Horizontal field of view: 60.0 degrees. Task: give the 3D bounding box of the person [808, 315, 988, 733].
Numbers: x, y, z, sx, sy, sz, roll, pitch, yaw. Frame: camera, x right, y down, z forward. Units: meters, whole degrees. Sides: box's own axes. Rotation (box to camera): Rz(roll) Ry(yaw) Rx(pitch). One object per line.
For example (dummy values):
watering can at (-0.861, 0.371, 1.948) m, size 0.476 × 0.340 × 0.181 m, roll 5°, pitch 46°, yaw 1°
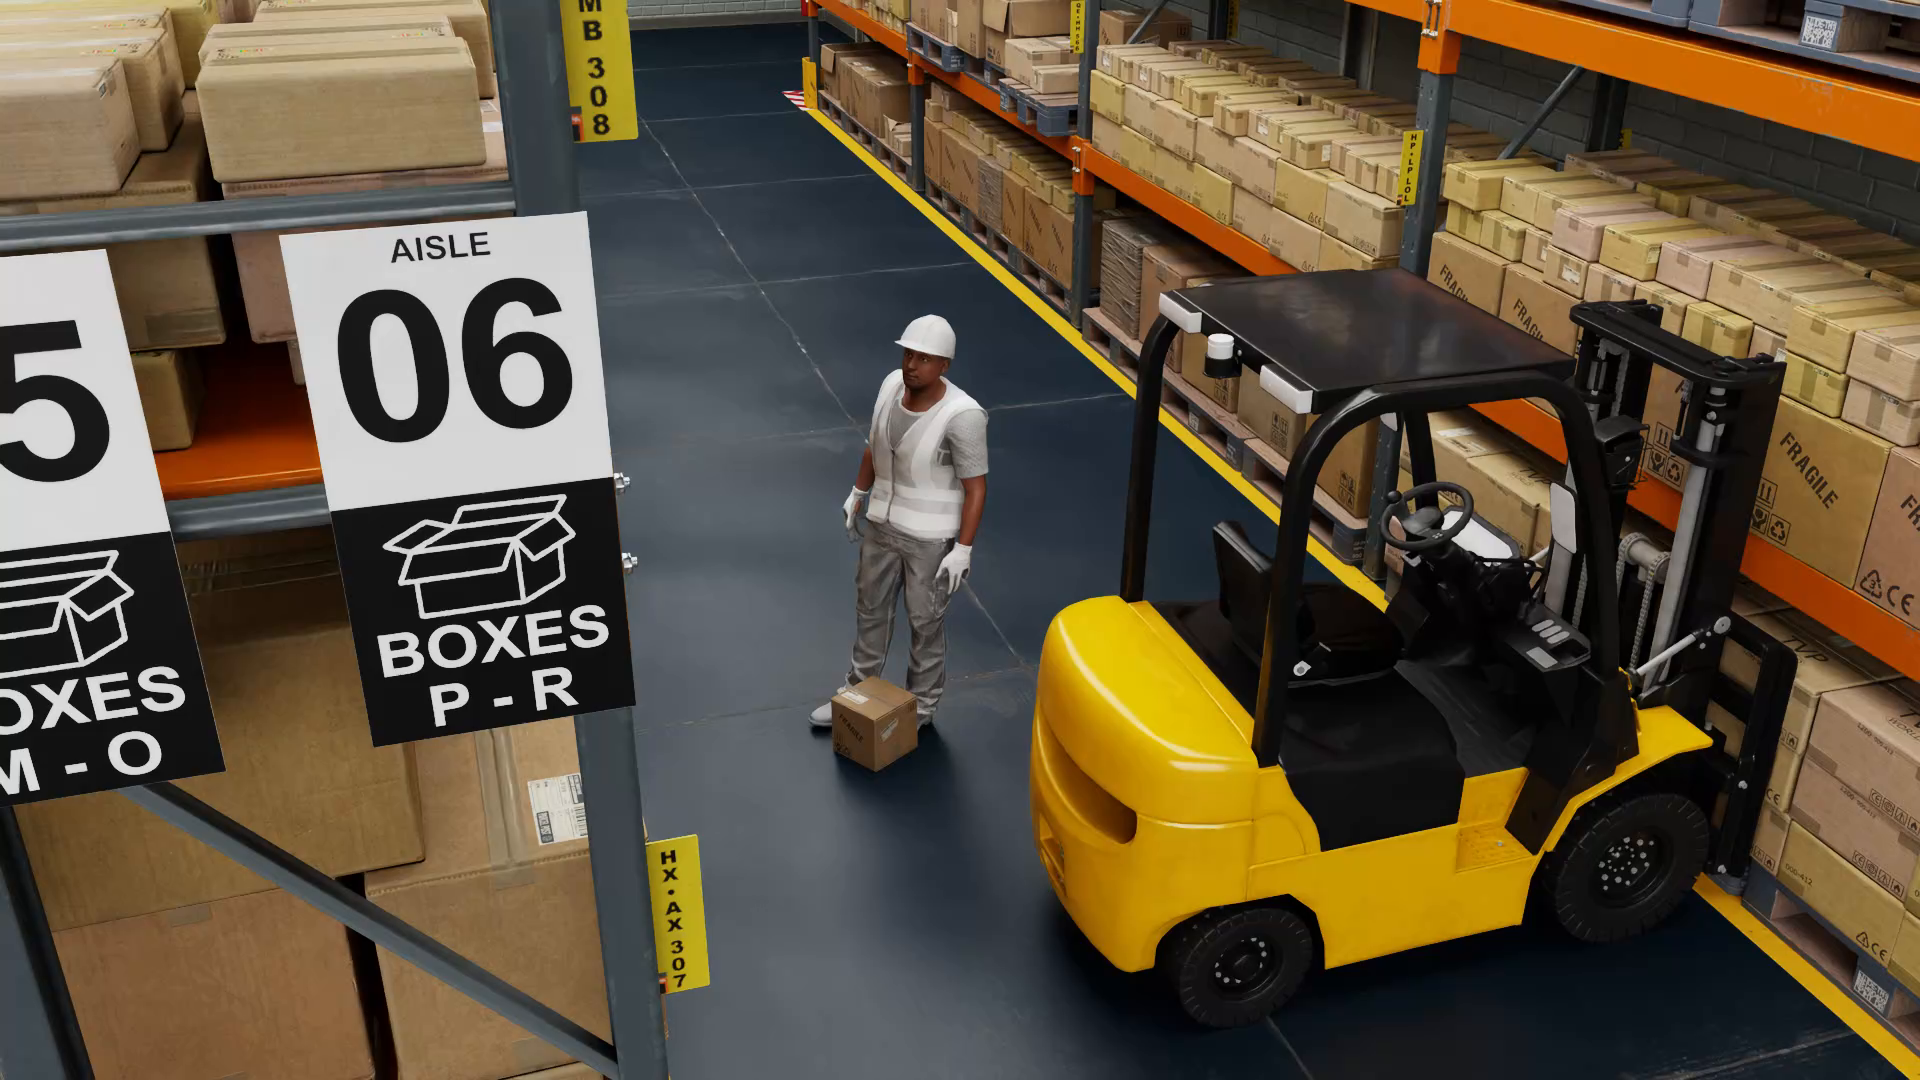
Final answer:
person at (-0.238, -0.021, 6.613) m, size 0.656 × 1.782 × 0.577 m, roll 22°, pitch 34°, yaw 38°
